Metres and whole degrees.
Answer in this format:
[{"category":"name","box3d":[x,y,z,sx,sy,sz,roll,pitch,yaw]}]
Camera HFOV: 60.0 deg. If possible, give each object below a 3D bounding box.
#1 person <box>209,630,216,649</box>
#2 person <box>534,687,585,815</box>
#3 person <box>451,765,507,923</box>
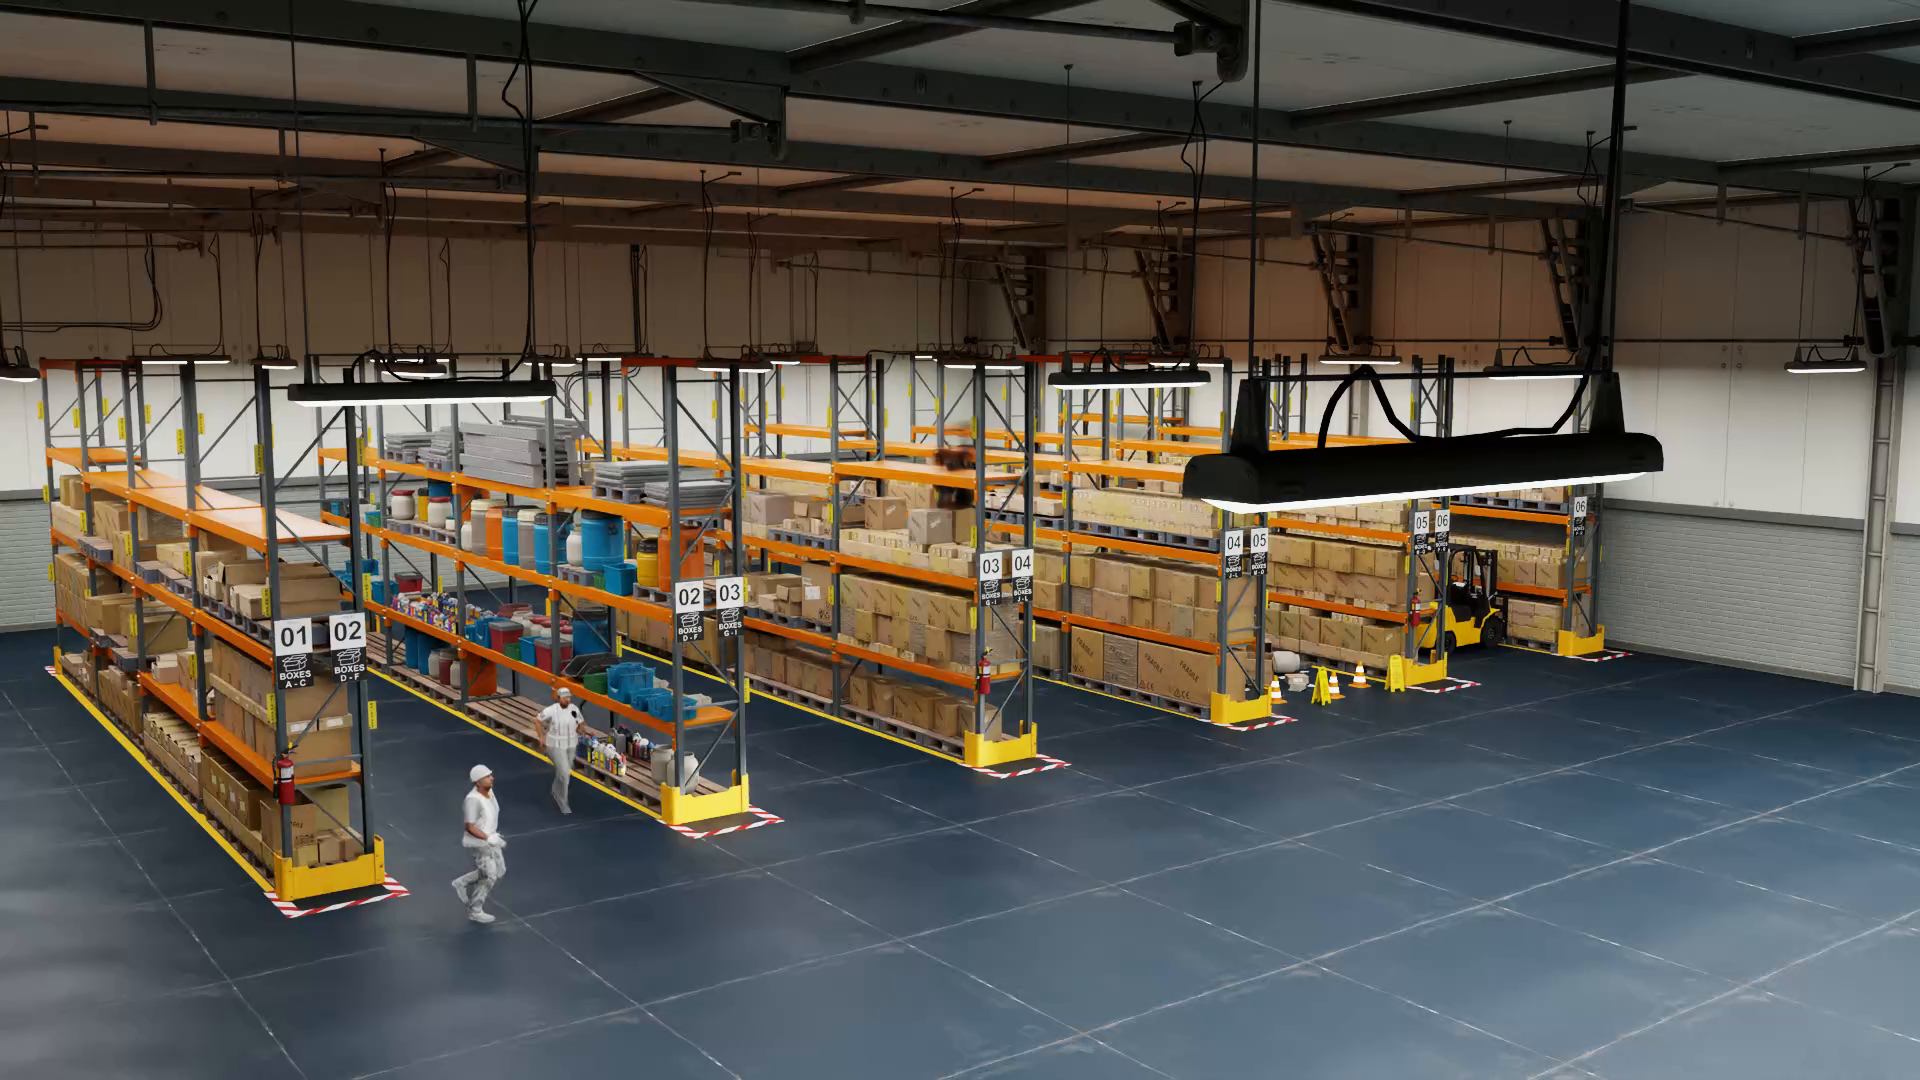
[{"category":"person","box3d":[-14.605,1.651,32.167,0.578,1.764,0.735,-7,10,-44]},{"category":"person","box3d":[-5.363,2.827,22.449,0.571,1.720,0.822,-7,10,-44]},{"category":"person","box3d":[-5.251,3.302,18.175,0.666,1.744,0.706,0,7,-1]}]
